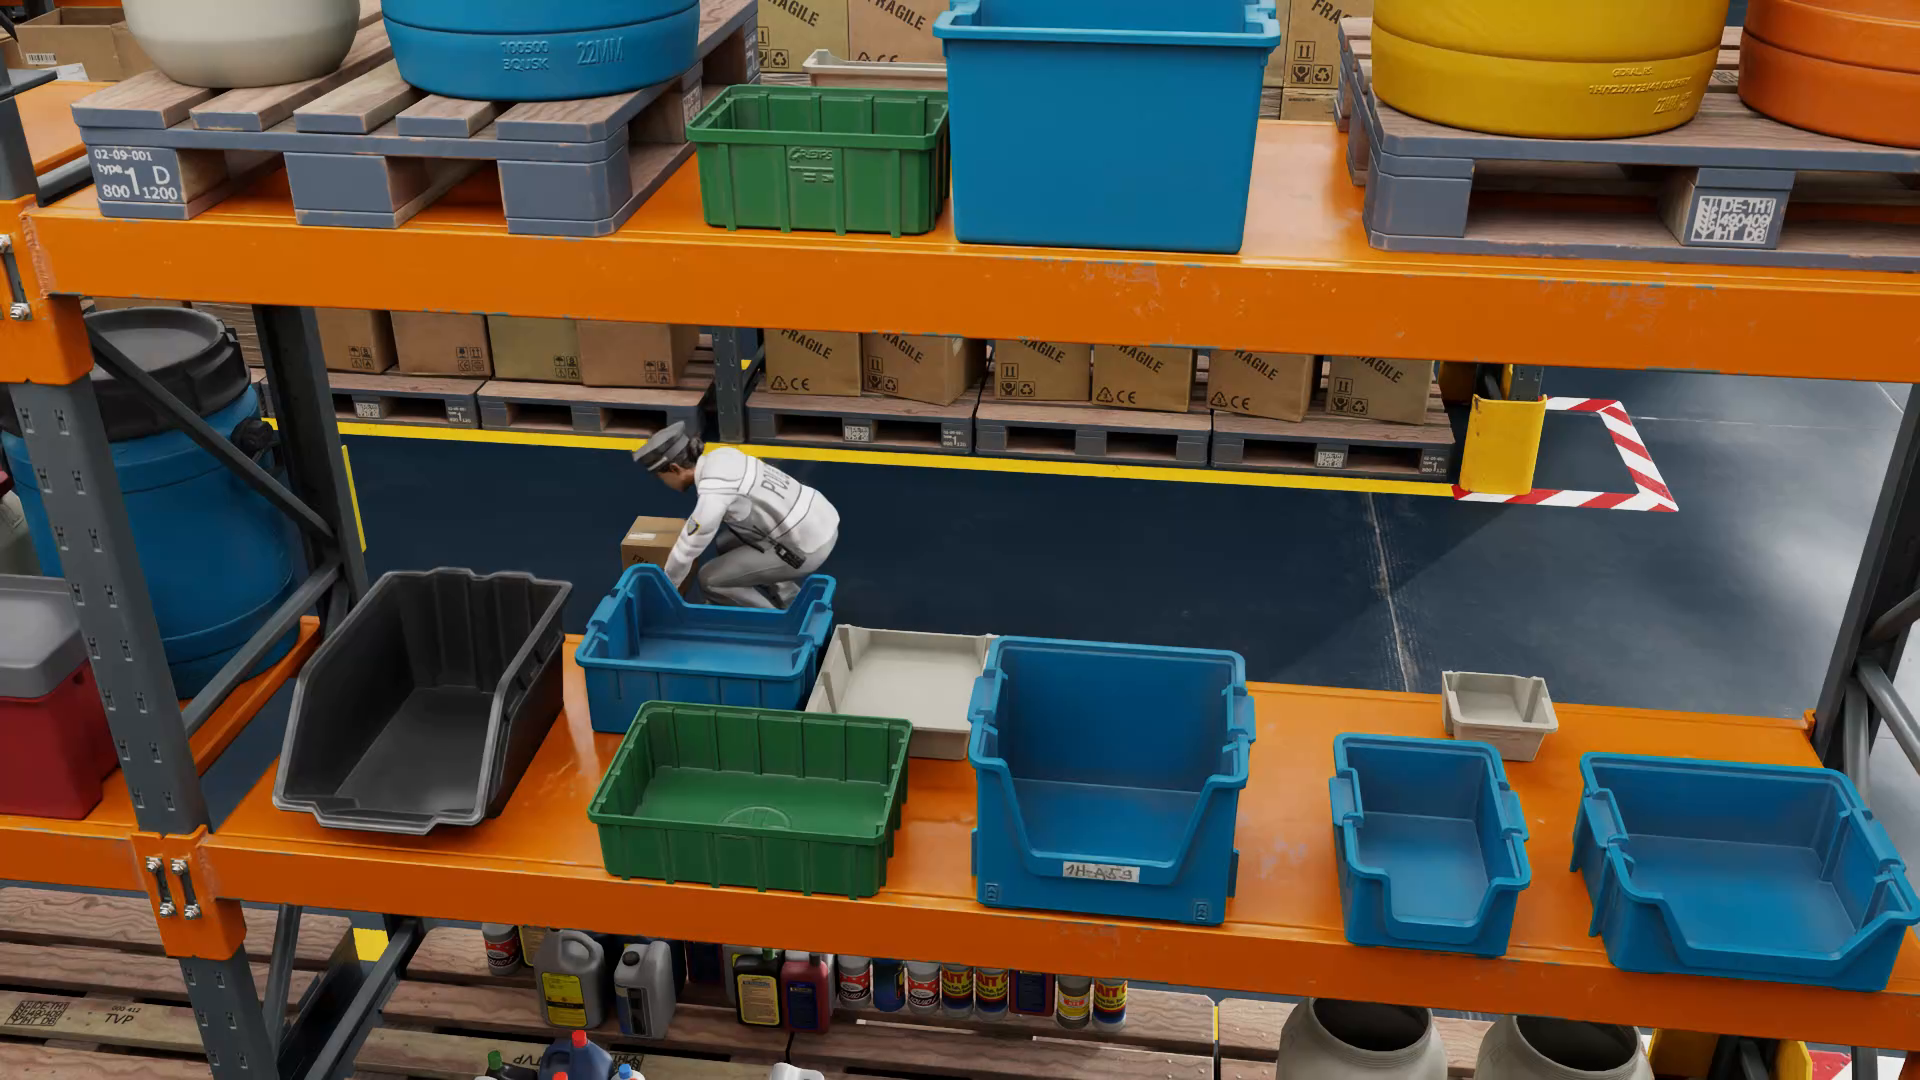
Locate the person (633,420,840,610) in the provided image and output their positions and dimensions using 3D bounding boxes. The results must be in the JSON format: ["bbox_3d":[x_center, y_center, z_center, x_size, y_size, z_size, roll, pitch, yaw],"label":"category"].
[{"bbox_3d":[-0.922,-0.035,6.917,0.820,0.975,0.492,3,29,6],"label":"person"}]
